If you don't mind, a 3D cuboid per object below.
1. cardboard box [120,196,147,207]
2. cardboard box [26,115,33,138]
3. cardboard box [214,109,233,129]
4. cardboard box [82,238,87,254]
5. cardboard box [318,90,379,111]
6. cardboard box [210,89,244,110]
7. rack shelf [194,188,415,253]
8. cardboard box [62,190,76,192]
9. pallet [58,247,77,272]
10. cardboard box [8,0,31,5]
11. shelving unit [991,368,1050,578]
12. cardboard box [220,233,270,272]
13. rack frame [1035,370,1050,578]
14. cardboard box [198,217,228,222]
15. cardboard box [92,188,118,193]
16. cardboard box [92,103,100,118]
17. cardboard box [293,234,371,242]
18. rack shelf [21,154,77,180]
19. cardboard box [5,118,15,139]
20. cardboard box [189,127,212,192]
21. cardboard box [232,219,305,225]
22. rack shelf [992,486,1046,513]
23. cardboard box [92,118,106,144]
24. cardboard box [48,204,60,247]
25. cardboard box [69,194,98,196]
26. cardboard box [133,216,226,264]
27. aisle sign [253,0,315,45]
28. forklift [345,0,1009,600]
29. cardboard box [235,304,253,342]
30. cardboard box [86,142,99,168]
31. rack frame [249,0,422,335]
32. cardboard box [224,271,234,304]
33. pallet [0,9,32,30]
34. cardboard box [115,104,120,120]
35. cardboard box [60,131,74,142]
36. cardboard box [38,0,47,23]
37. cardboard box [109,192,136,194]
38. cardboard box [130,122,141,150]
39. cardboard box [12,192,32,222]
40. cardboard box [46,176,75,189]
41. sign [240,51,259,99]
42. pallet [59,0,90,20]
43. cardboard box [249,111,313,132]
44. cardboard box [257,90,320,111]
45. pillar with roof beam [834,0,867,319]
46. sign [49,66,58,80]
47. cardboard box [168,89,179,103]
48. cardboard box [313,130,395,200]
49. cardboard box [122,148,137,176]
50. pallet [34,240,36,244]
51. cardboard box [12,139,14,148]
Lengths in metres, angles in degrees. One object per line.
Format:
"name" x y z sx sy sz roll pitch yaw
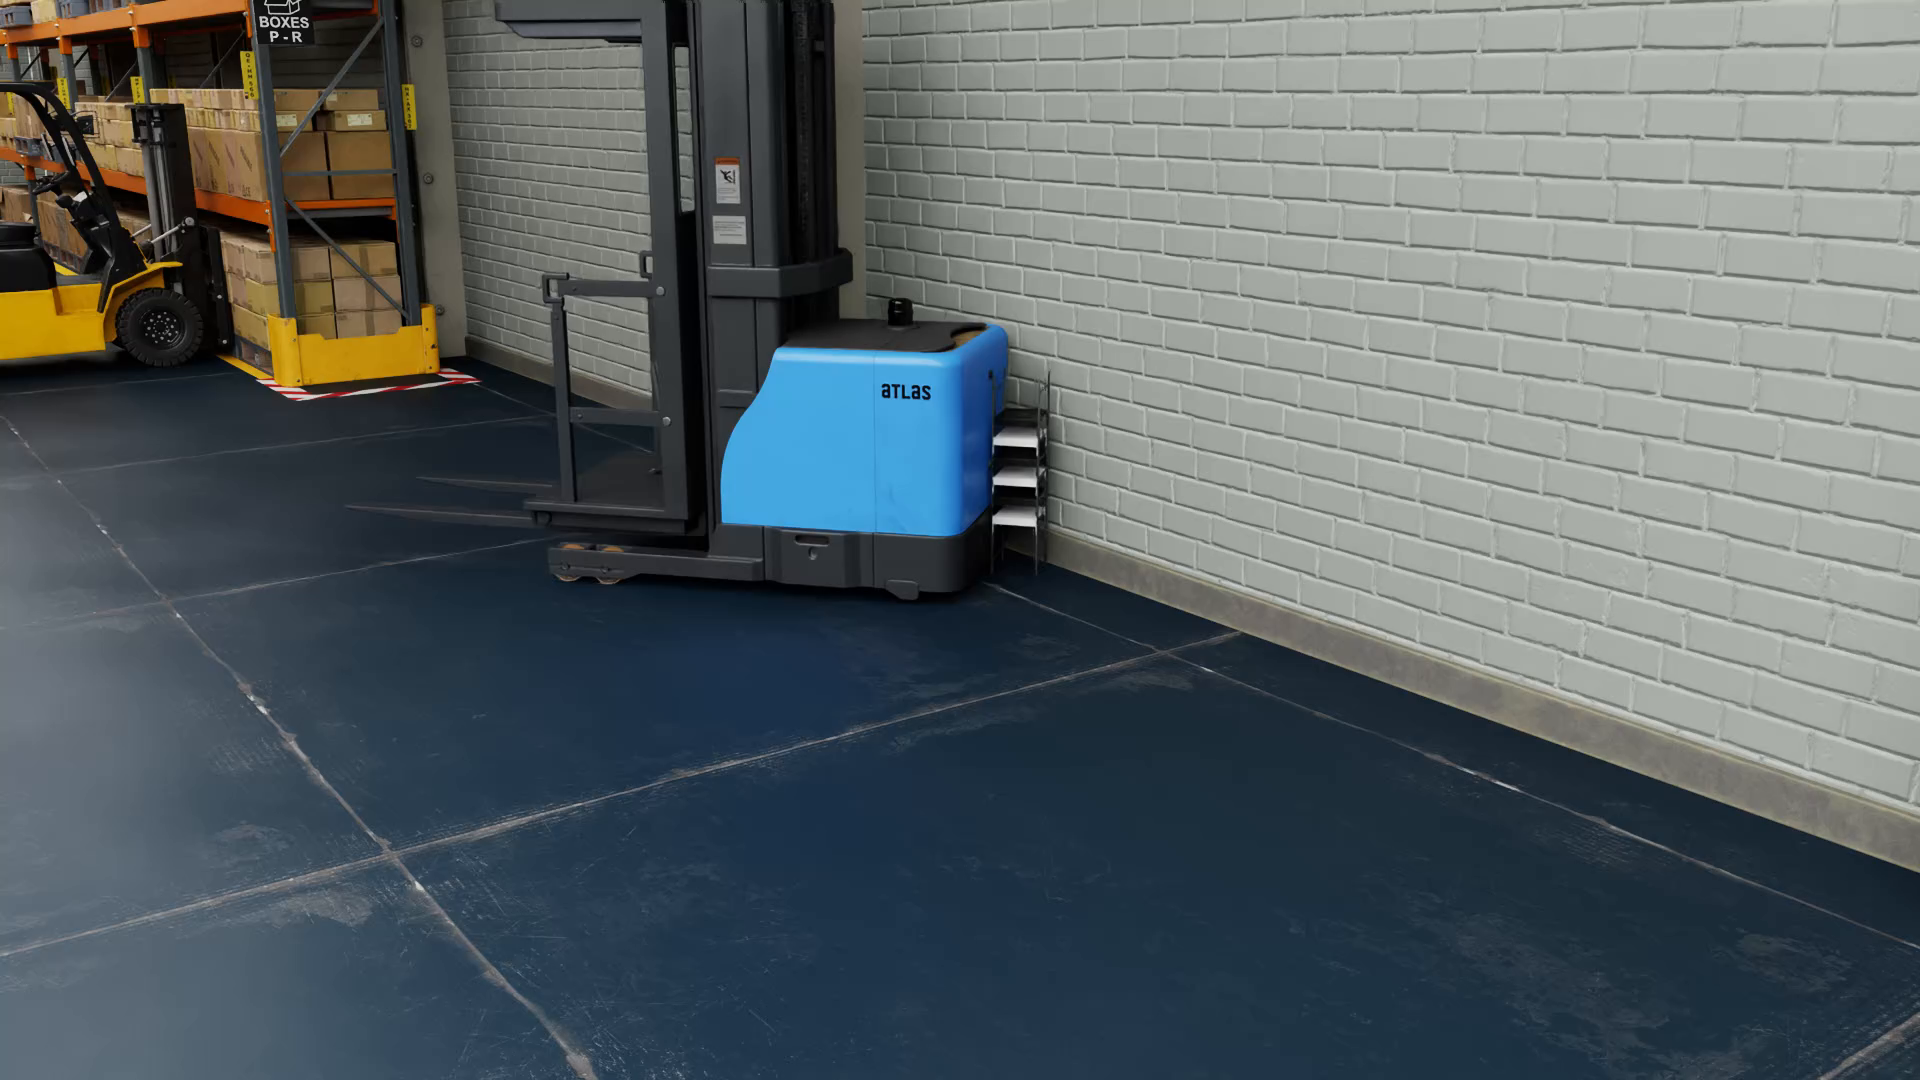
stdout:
"cardboard box" -9.674 -3.972 19.616 0.380 0.149 0.250 -11 19 -34
"cardboard box" -11.119 -5.036 20.254 0.396 0.266 0.258 -10 18 -32
"cardboard box" -5.610 -3.303 13.045 0.380 0.149 0.250 -12 19 -36
"cardboard box" -9.696 -3.455 18.955 0.500 0.500 0.500 -10 18 -33
"cardboard box" -4.595 -3.302 12.476 0.380 0.149 0.250 -11 19 -36
"cardboard box" -5.626 -3.443 12.993 0.380 0.149 0.250 -10 18 -33
"rack shelf" -5.746 -2.772 13.887 1.077 0.370 4.000 -11 19 -35
"cardboard box" -11.072 -4.290 20.779 0.380 0.149 0.250 -11 19 -35
"pallet" -10.395 -3.481 20.396 1.003 0.211 1.213 -11 19 -35
"cardboard box" -11.169 -6.488 19.908 0.380 0.149 0.250 -11 19 -35
"shelving unit" 0.271 -0.302 7.467 0.210 0.900 0.258 4 16 13
"cardboard box" -5.703 -2.315 13.372 0.500 0.250 0.500 -11 19 -34
"rack frame" 0.370 -0.295 7.444 0.006 0.900 0.240 4 16 13
"cardboard box" -6.891 -2.753 14.972 0.500 0.250 0.500 -11 19 -35
"cardboard box" -10.867 -4.425 21.272 0.380 0.149 0.250 -11 19 -34
"cardboard box" -8.831 -4.486 17.368 0.380 0.149 0.250 -11 19 -34
"cardboard box" -4.996 -2.289 13.277 0.500 0.250 0.500 -11 19 -34
"rack shelf" -10.450 -4.481 20.128 1.077 0.370 4.000 -11 19 -35
"cardboard box" -12.429 -5.502 22.215 0.500 0.250 0.500 -11 19 -34
"cardboard box" -5.975 -3.132 13.649 0.500 0.500 0.500 -11 19 -34
"cardboard box" -6.166 -2.724 14.866 0.500 0.250 0.500 -11 19 -35
"rack shelf" 0.271 -0.183 7.500 0.200 0.077 0.258 4 16 13
"cardboard box" -8.624 -4.215 17.132 0.500 0.250 0.500 -11 19 -36
"cardboard box" -10.912 -3.894 20.561 0.500 0.500 0.500 -12 19 -36
"cardboard box" -10.526 -4.064 19.954 0.380 0.149 0.250 -12 19 -37
"cardboard box" -7.688 -2.880 16.620 0.875 0.625 0.625 -11 19 -35
"aisle sign" -4.769 -3.887 11.670 0.394 0.787 0.004 -11 19 -35
"forklift" -1.344 -1.346 7.443 3.031 2.935 1.130 4 16 13
"cardboard box" -5.387 -1.728 13.119 0.500 0.250 0.500 -11 19 -35
"cardboard box" -8.919 -4.088 17.612 0.500 0.250 0.500 -11 19 -36
"rack frame" -4.570 -2.692 12.231 1.000 3.000 0.127 -11 19 -35
"cardboard box" -5.716 -2.081 13.463 0.500 0.250 0.500 -11 19 -36
"pallet" -11.299 -6.461 20.674 1.213 0.211 1.003 -11 19 -35
"cardboard box" -8.078 -4.214 16.374 0.380 0.149 0.250 -11 19 -34
"cardboard box" -9.970 -4.563 18.745 0.380 0.149 0.250 -10 18 -34
"cardboard box" -10.068 -5.954 18.751 0.500 0.250 0.500 -11 19 -34
"cardboard box" -10.256 -4.202 20.458 0.380 0.149 0.250 -12 19 -37
"cardboard box" -7.417 -3.781 15.544 0.500 0.250 0.500 -11 19 -36
"cardboard box" -12.613 -4.550 22.959 0.700 0.500 0.500 -12 19 -37
"cardboard box" -11.438 -4.542 21.137 0.380 0.149 0.250 -12 19 -37
"sign" -5.017 -3.284 11.750 0.100 0.325 0.005 -11 19 -35
"pallet" -8.803 -5.625 17.623 1.213 0.211 1.003 -10 18 -32
"cardboard box" -5.001 -3.084 12.244 0.380 0.149 0.250 -11 19 -34
"cardboard box" -4.951 -3.241 12.253 0.380 0.149 0.250 -11 19 -34
"pillar with roof beam" -4.205 -3.925 5.371 9.100 9.000 0.400 -11 19 -35
"sign" -13.517 -6.902 24.819 0.100 0.325 0.005 -11 19 -35
"cardboard box" -6.522 -3.771 14.191 0.380 0.149 0.250 -10 18 -33
"cardboard box" -4.637 -2.890 12.762 0.500 0.500 0.500 -10 18 -33
"cardboard box" -7.730 -3.648 16.006 0.500 0.250 0.500 -11 19 -35
"pallet" -12.029 -4.057 22.498 1.003 0.211 1.213 -11 19 -35
"cardboard box" -12.493 -5.327 22.332 0.380 0.149 0.250 -10 18 -33
